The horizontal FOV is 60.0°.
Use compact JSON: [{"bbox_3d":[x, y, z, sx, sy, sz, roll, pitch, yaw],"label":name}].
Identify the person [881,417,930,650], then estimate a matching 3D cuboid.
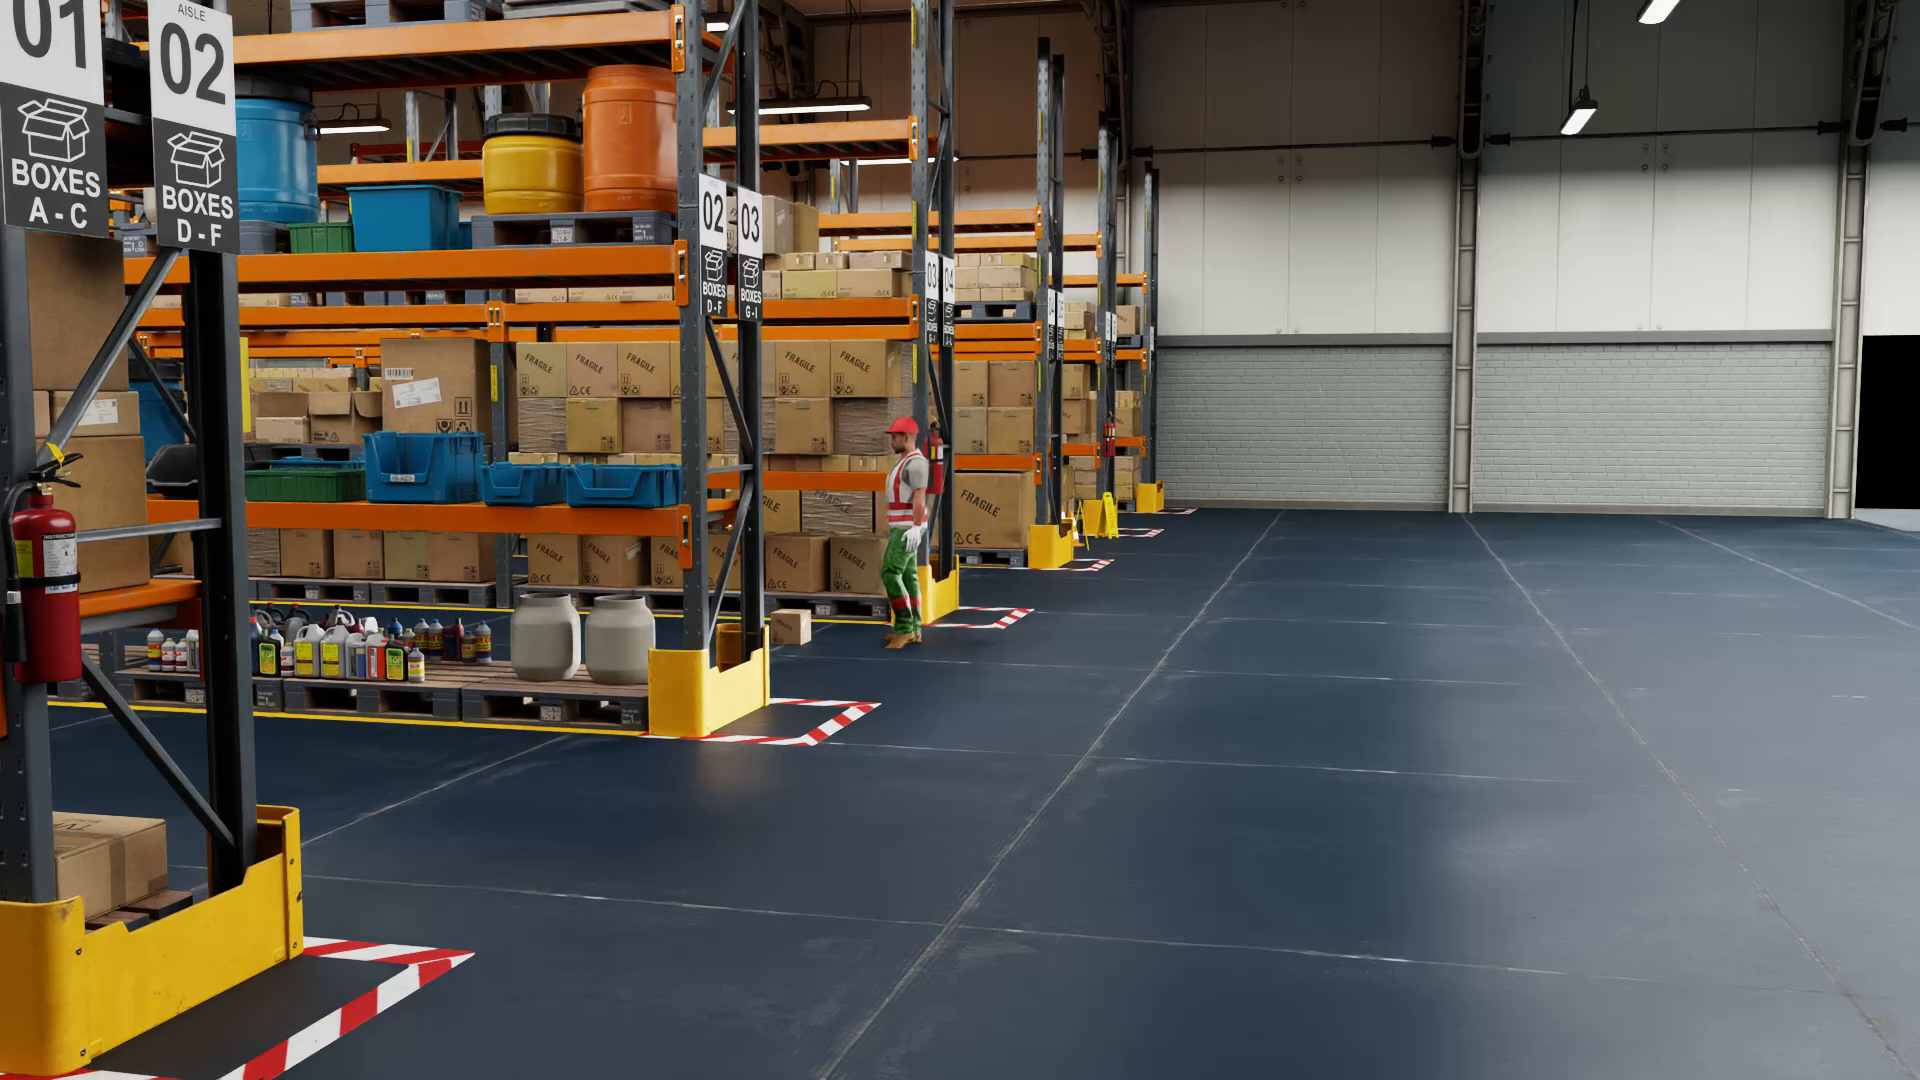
[{"bbox_3d":[-0.459,-0.053,13.115,0.398,1.827,0.580,-1,5,-14],"label":"person"}]
